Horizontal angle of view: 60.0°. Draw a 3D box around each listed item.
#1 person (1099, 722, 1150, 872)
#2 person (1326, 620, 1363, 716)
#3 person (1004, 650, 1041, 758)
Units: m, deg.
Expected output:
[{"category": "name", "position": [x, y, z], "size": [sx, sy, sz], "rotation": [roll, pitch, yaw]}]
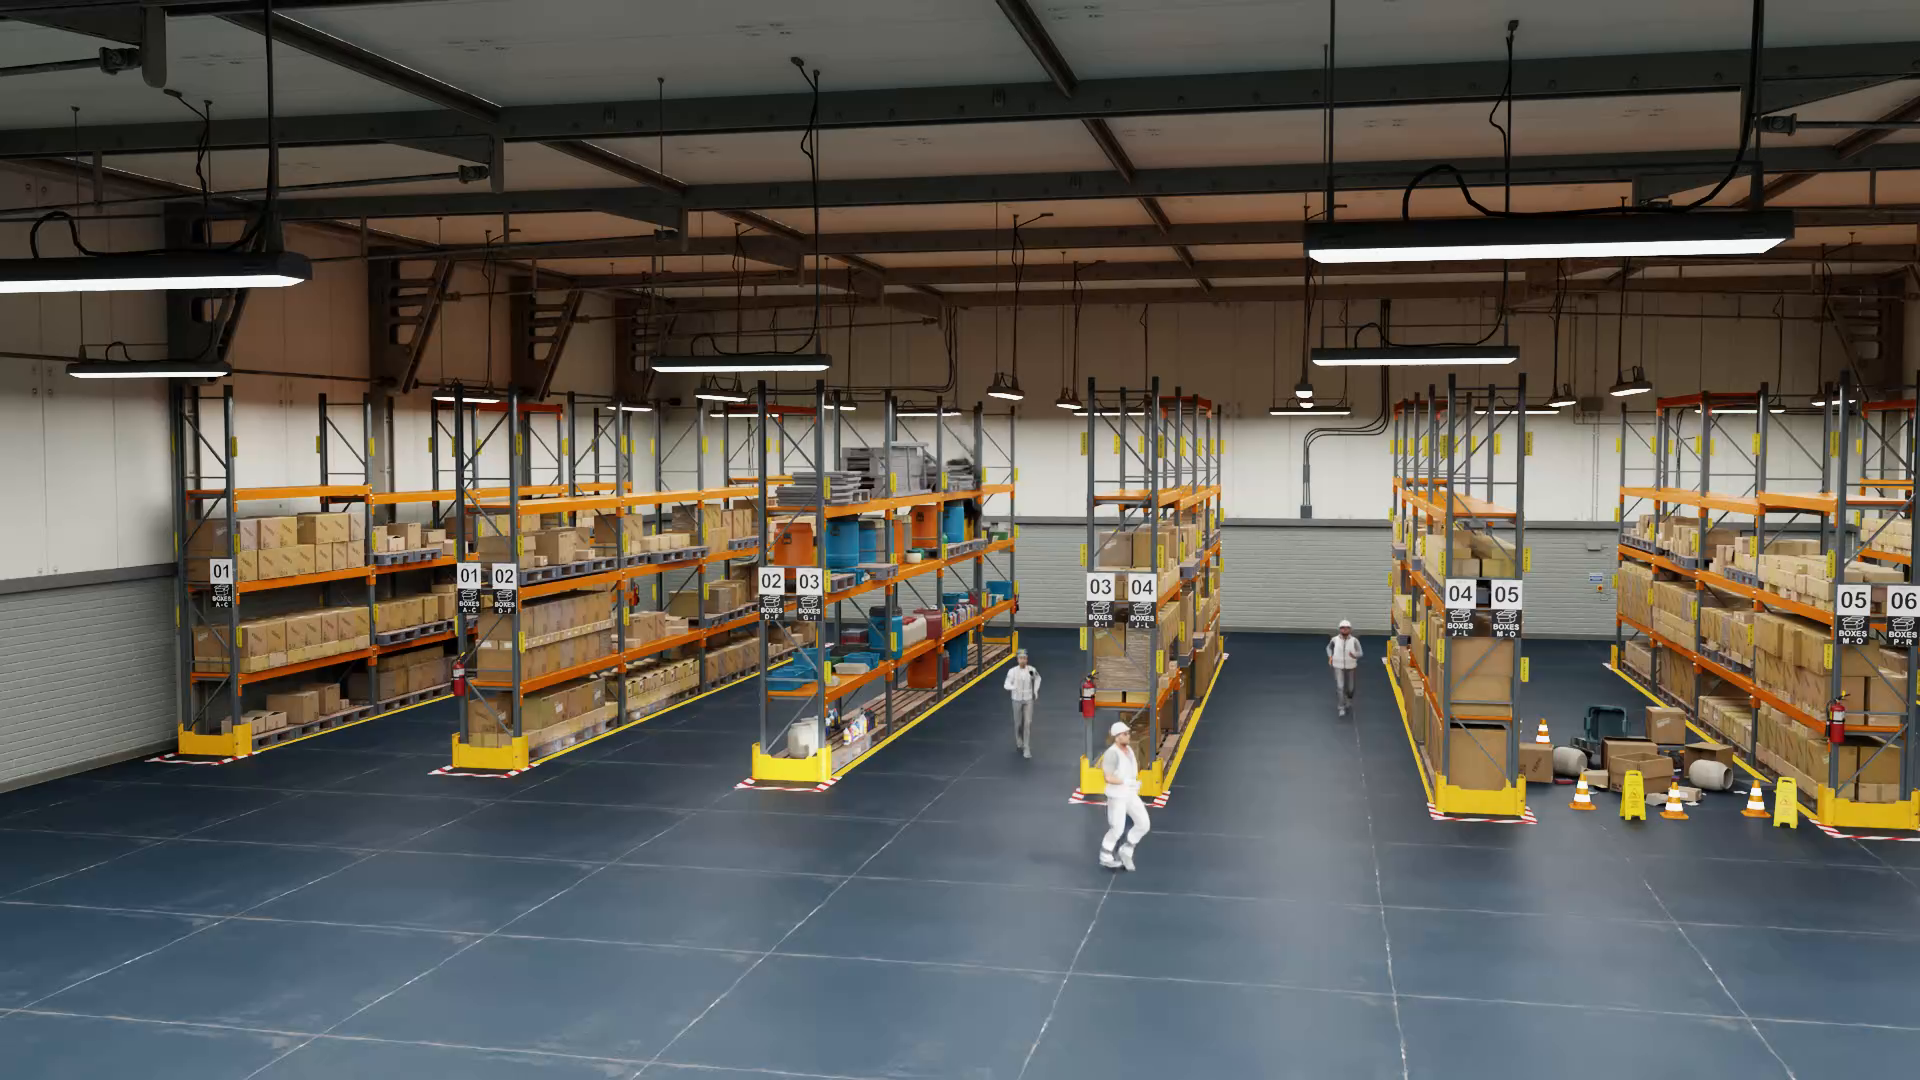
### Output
[{"category": "person", "position": [1.929, 3.023, 19.502], "size": [0.692, 1.784, 0.628], "rotation": [3, 4, 44]}, {"category": "person", "position": [7.182, 2.376, 31.071], "size": [0.666, 1.750, 0.930], "rotation": [1, 3, 11]}, {"category": "person", "position": [1.023, 2.621, 27.017], "size": [0.612, 1.702, 0.920], "rotation": [0, 3, -1]}]
